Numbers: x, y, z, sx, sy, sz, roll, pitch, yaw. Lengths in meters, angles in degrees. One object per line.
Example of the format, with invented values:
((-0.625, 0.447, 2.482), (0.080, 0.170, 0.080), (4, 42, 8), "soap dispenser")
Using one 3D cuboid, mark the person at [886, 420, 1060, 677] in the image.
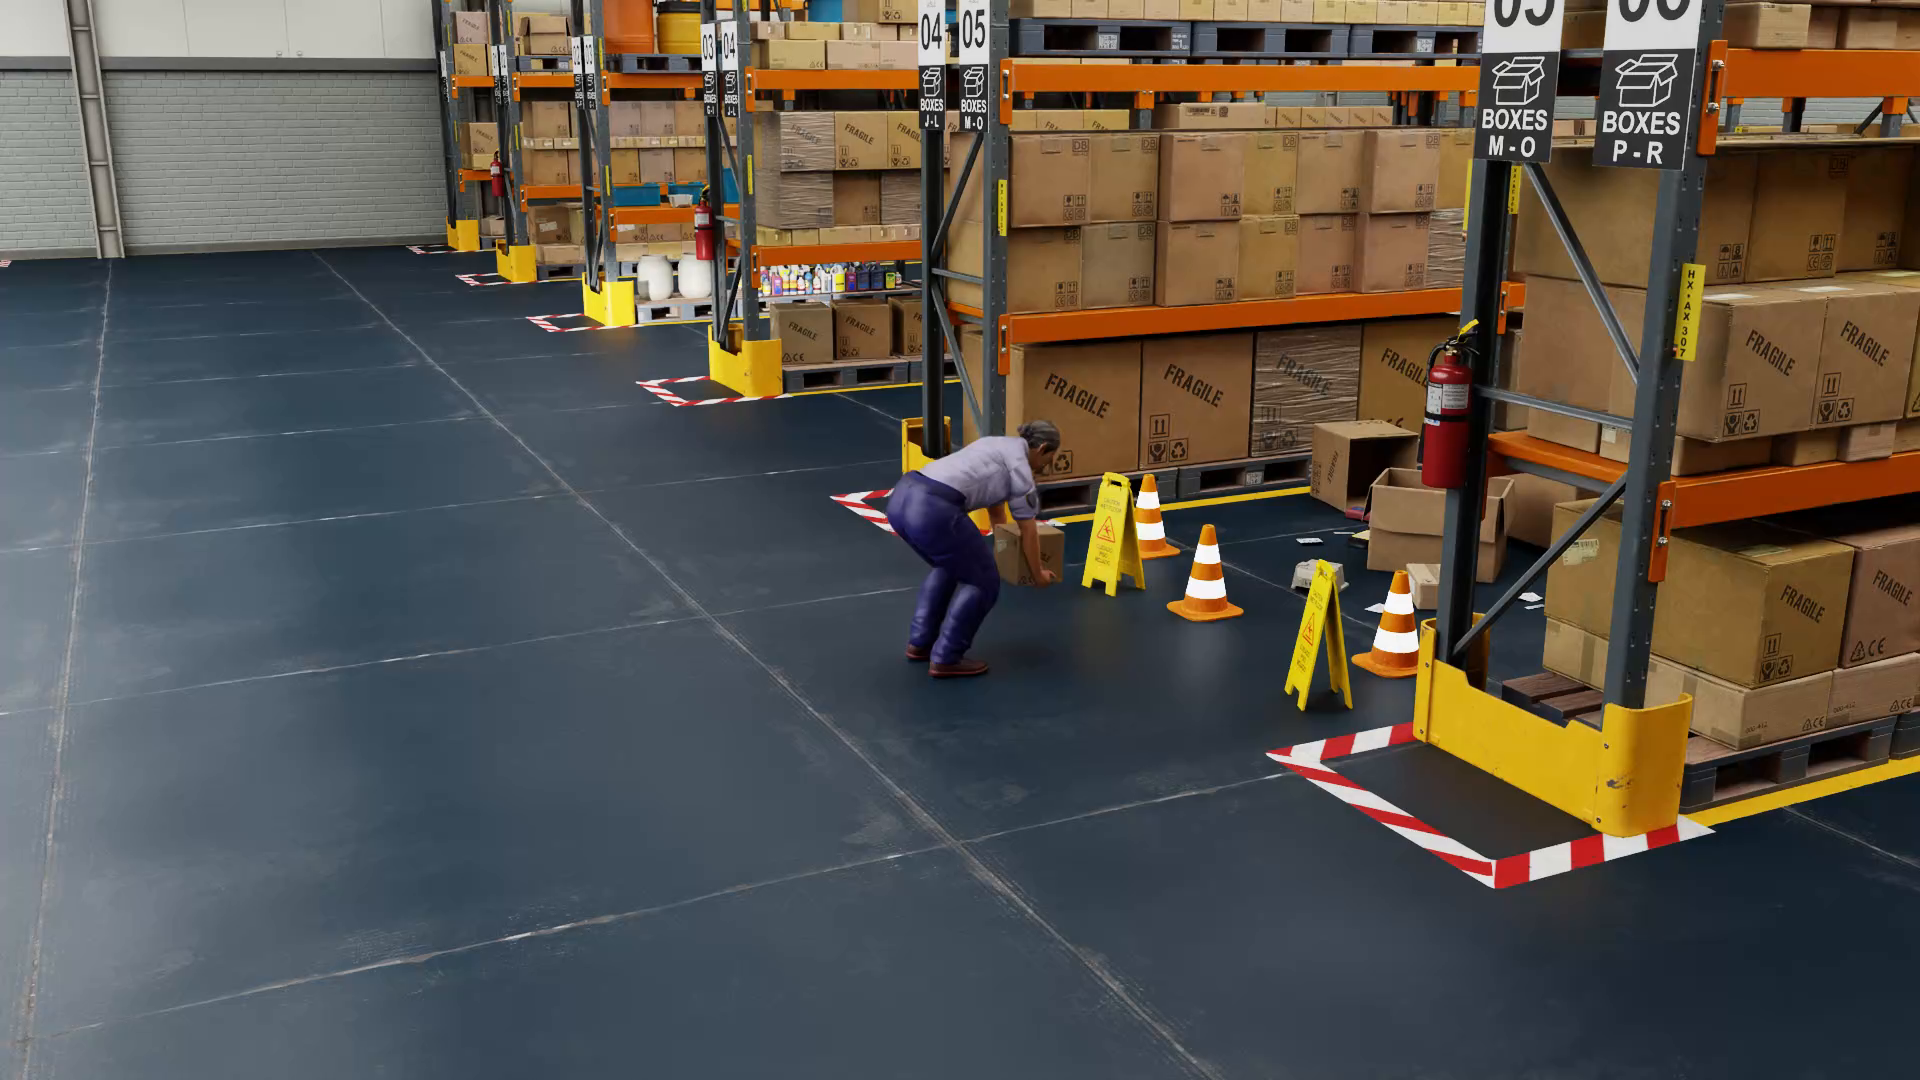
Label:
((0.090, 0.034, 7.908), (0.874, 1.133, 0.493), (-8, 17, -27), "person")
